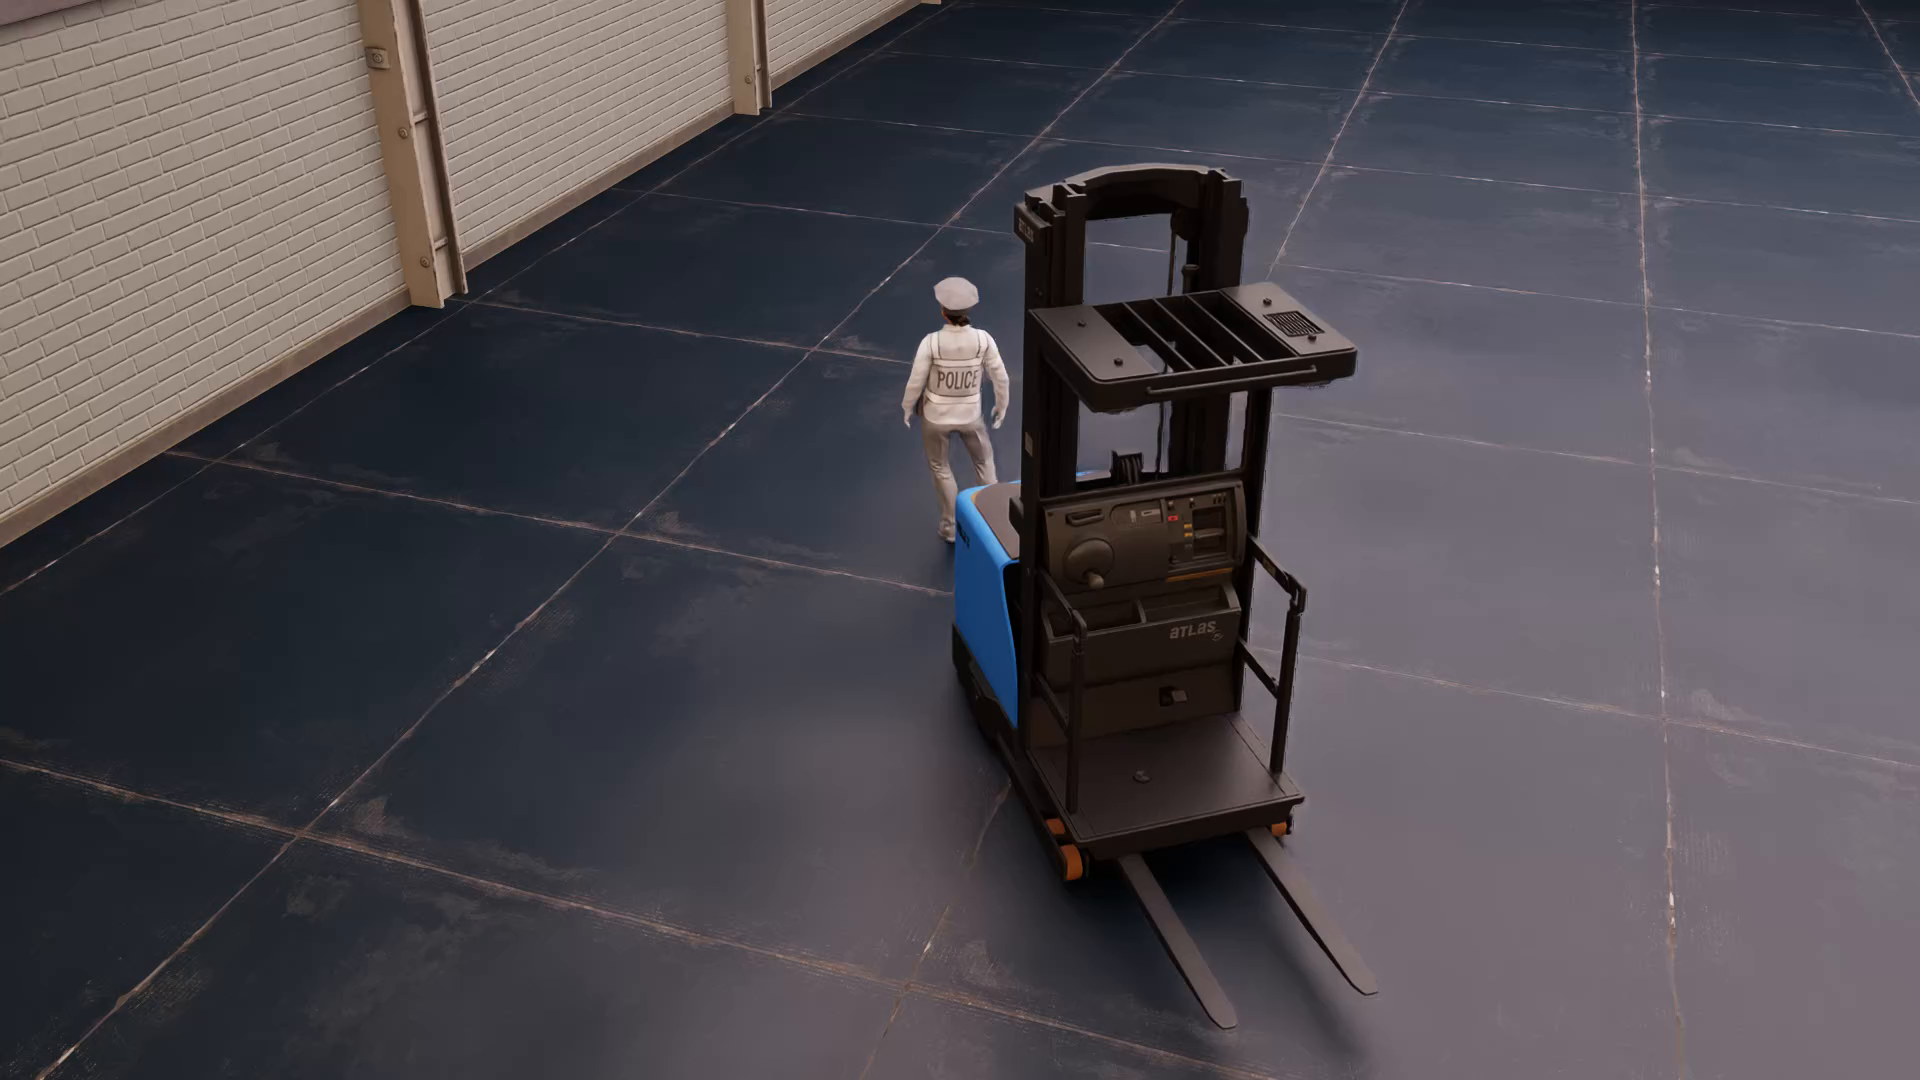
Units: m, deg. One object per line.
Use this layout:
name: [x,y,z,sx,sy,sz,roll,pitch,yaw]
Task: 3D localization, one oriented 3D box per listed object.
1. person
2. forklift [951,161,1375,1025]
person: [-0.011,-0.770,9.802,0.685,1.628,0.459,-5,30,-10]
forklift: [0.873,0.016,7.108,1.130,2.935,3.031,-9,31,-15]
